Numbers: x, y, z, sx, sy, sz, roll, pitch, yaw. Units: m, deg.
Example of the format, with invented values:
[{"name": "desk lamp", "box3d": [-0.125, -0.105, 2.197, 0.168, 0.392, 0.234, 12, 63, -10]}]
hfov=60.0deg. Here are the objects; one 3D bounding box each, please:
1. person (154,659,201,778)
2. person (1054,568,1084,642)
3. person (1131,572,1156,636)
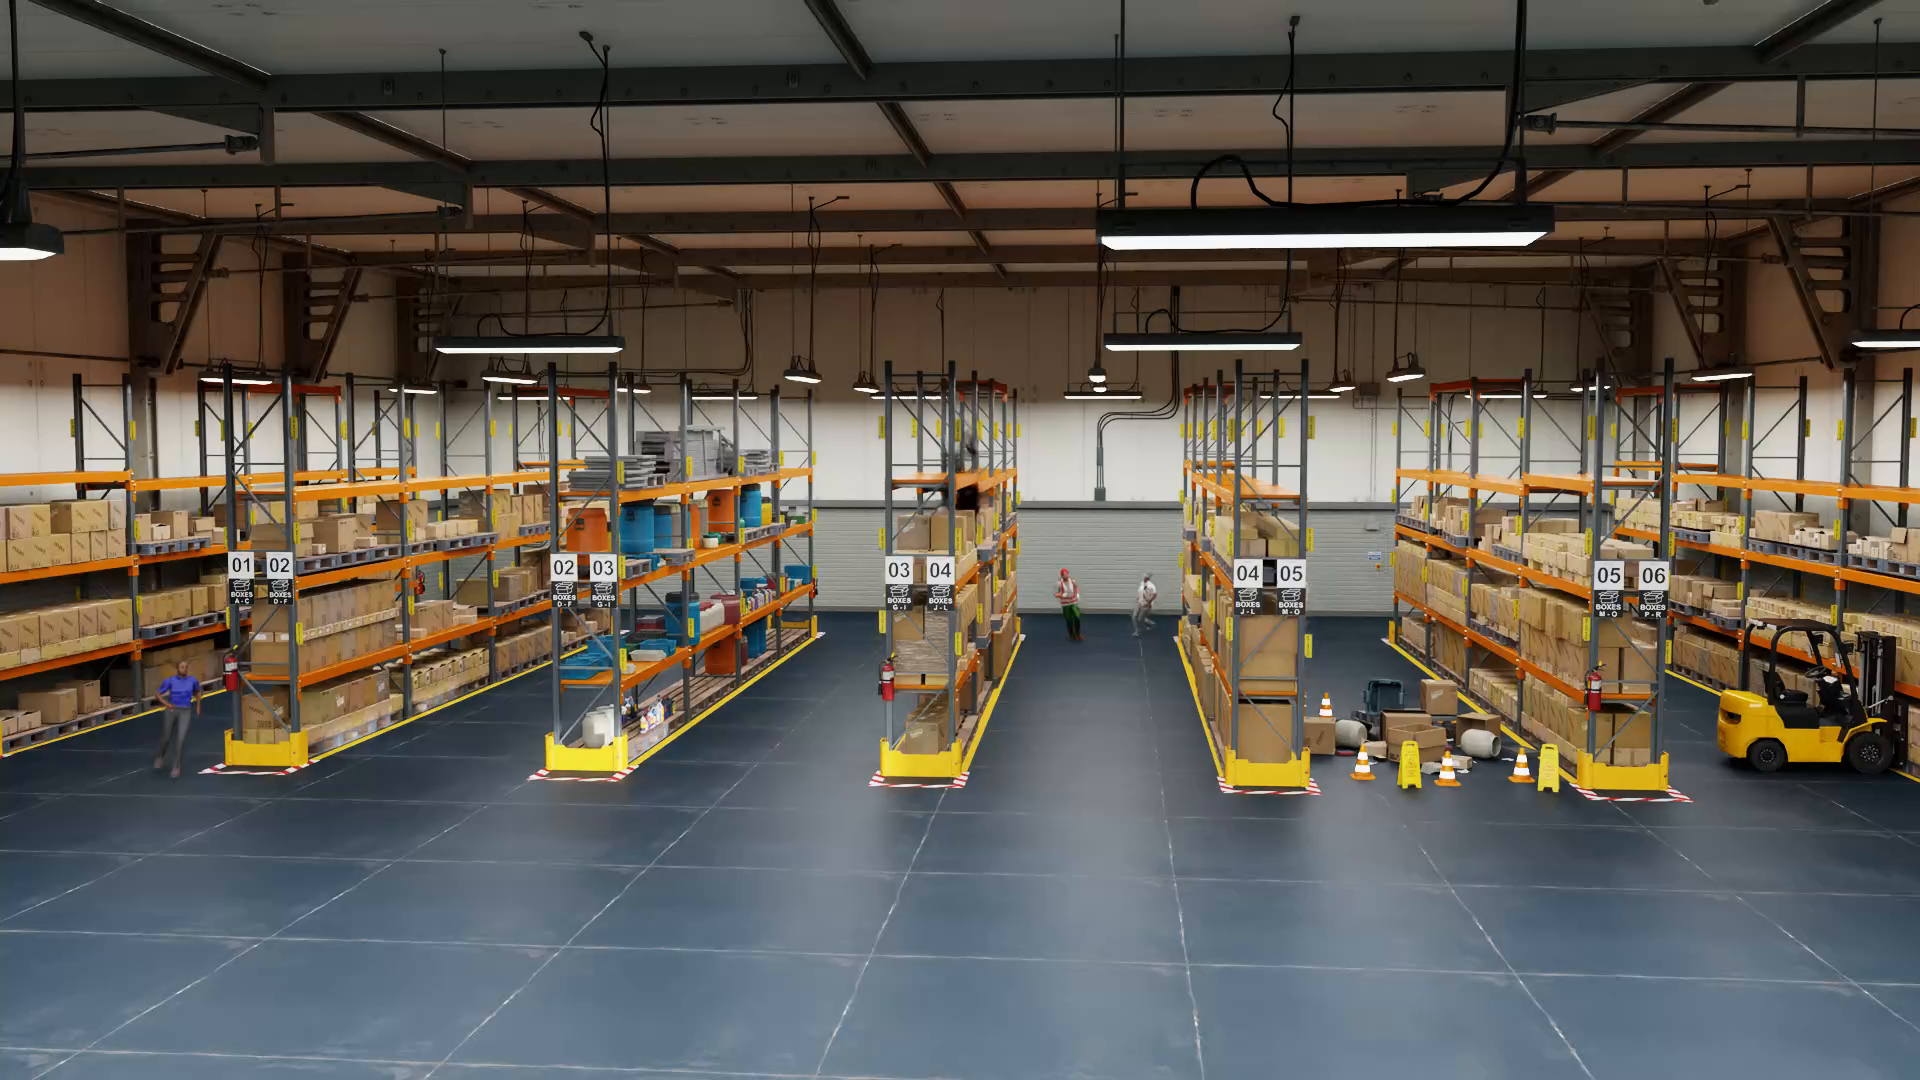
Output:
[{"name": "person", "box3d": [-11.443, 2.584, 24.352, 0.663, 1.639, 0.901, -2, 4, -30]}, {"name": "person", "box3d": [2.568, 1.534, 39.457, 0.716, 1.746, 0.662, 0, 4, -7]}, {"name": "person", "box3d": [4.571, 1.562, 40.525, 0.603, 1.622, 0.685, -2, 4, -29]}]
